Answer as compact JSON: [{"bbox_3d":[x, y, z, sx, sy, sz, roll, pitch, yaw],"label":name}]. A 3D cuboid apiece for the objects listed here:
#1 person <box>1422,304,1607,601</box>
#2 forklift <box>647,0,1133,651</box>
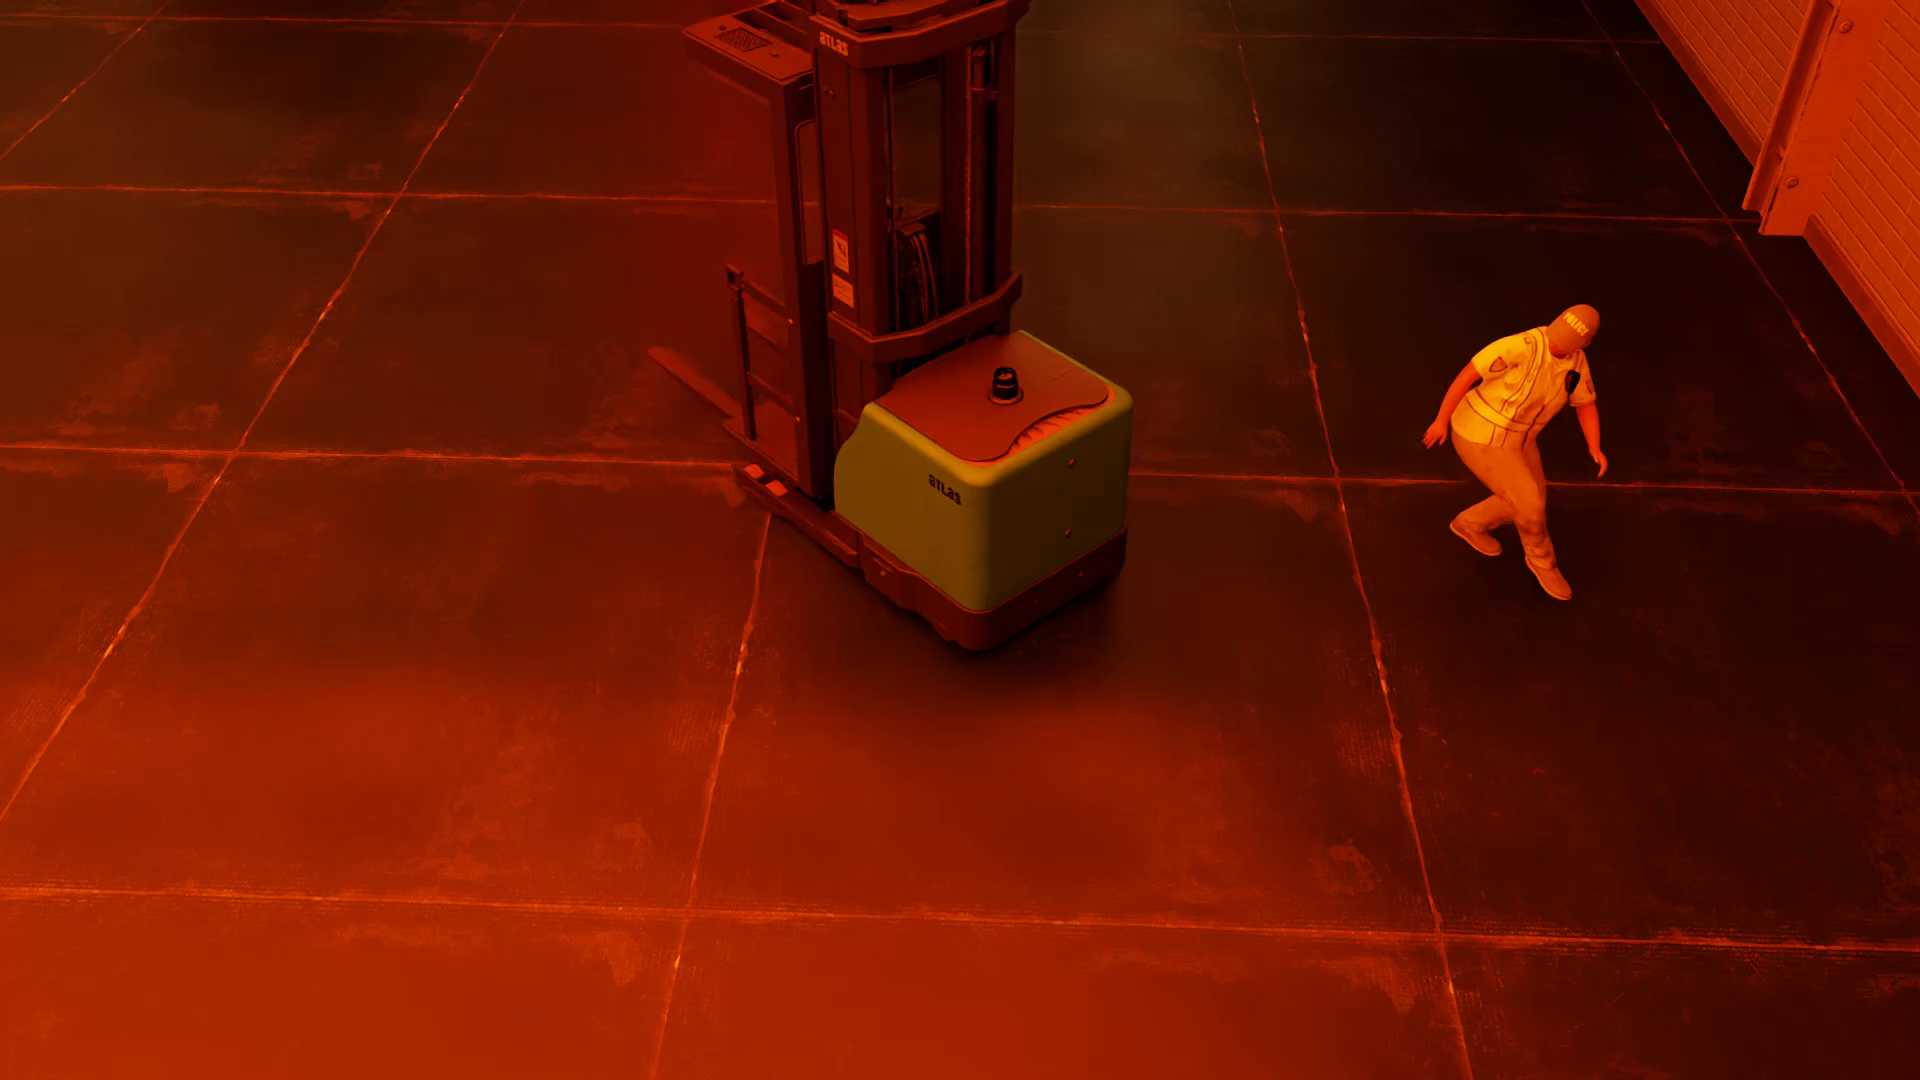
[{"bbox_3d":[2.671,-0.421,7.864,0.706,1.514,0.755,-24,45,-27],"label":"person"},{"bbox_3d":[-0.536,-1.468,8.000,1.130,2.935,3.031,-29,48,-31],"label":"forklift"}]
